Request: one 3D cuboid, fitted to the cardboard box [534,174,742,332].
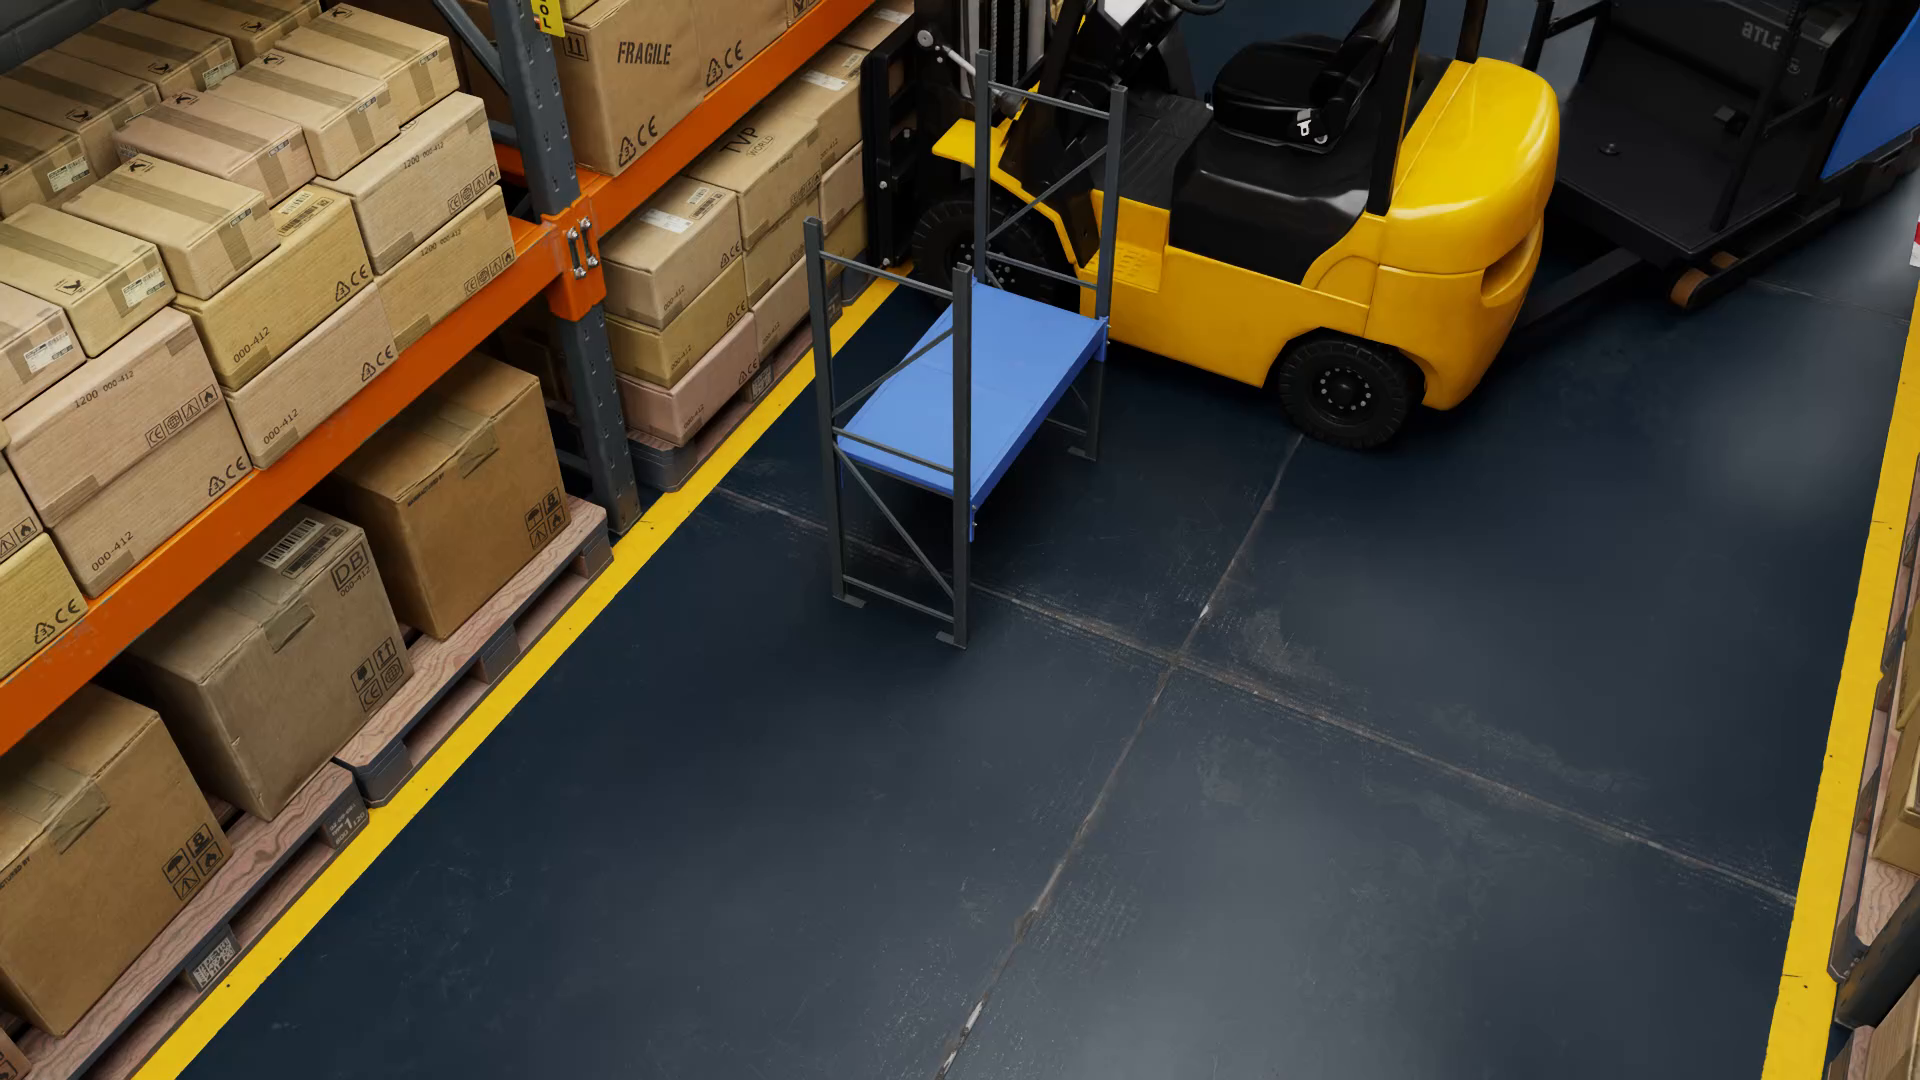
[{"bbox_3d":[-1.081,-0.999,5.564,0.500,0.250,0.500,20,49,18],"label":"cardboard box"}]

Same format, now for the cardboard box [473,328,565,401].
[{"bbox_3d":[-1.537,-0.819,6.089,0.500,0.250,0.500,21,49,19],"label":"cardboard box"}]

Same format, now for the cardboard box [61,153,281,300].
[{"bbox_3d":[-1.814,-0.725,3.832,0.380,0.149,0.250,19,48,18],"label":"cardboard box"}]

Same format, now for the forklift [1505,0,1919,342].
[{"bbox_3d":[2.840,-2.374,6.035,3.031,2.935,1.130,-28,52,-25],"label":"forklift"}]

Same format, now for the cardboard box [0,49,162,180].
[{"bbox_3d":[-2.224,-1.069,4.172,0.380,0.149,0.250,20,49,19],"label":"cardboard box"}]

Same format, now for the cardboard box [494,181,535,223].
[{"bbox_3d":[-1.526,-1.172,5.734,0.500,0.250,0.500,21,49,20],"label":"cardboard box"}]

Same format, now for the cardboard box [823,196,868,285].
[{"bbox_3d":[-0.619,-1.296,6.560,0.500,0.250,0.500,21,49,20],"label":"cardboard box"}]

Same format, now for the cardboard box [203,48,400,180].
[{"bbox_3d":[-1.649,-1.072,4.174,0.380,0.149,0.250,20,49,18],"label":"cardboard box"}]

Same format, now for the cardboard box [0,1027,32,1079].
[{"bbox_3d":[-2.842,1.139,3.890,0.875,0.625,0.625,22,49,20],"label":"cardboard box"}]

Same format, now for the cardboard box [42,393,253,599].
[{"bbox_3d":[-2.072,-0.188,3.932,0.500,0.250,0.500,21,49,19],"label":"cardboard box"}]

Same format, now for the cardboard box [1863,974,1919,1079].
[{"bbox_3d":[2.573,1.478,3.732,0.950,0.372,0.625,21,49,20],"label":"cardboard box"}]

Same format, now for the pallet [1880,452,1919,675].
[{"bbox_3d":[3.660,0.145,5.458,1.003,0.211,1.213,20,49,19],"label":"pallet"}]

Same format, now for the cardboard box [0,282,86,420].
[{"bbox_3d":[-2.112,-0.426,3.535,0.380,0.149,0.250,21,49,19],"label":"cardboard box"}]

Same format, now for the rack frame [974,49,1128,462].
[{"bbox_3d":[0.276,-0.901,5.586,0.500,1.500,0.032,20,49,19],"label":"rack frame"}]

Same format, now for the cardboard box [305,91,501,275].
[{"bbox_3d":[-1.585,-0.995,4.378,0.500,0.250,0.500,19,48,18],"label":"cardboard box"}]

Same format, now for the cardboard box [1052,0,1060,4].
[{"bbox_3d":[0.324,-2.732,7.628,0.500,0.250,0.500,20,49,19],"label":"cardboard box"}]

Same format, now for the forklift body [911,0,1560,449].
[{"bbox_3d":[1.009,-1.690,5.908,2.313,2.155,1.214,20,49,19],"label":"forklift body"}]

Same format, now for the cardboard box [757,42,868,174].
[{"bbox_3d":[-0.614,-1.635,6.192,0.500,0.250,0.500,22,49,20],"label":"cardboard box"}]

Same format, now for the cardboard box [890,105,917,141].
[{"bbox_3d":[-0.375,-1.774,6.681,0.500,0.250,0.500,20,49,19],"label":"cardboard box"}]

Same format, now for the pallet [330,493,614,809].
[{"bbox_3d":[-1.891,0.192,5.412,1.003,0.211,1.213,20,49,19],"label":"pallet"}]

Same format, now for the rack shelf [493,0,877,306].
[{"bbox_3d":[-0.655,-2.273,6.393,1.077,0.370,4.000,20,49,19],"label":"rack shelf"}]

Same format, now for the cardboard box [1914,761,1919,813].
[{"bbox_3d":[2.852,0.465,4.292,0.500,0.500,0.500,20,49,19],"label":"cardboard box"}]

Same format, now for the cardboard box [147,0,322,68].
[{"bbox_3d":[-1.937,-1.378,4.477,0.380,0.149,0.250,19,48,18],"label":"cardboard box"}]

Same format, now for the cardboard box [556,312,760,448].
[{"bbox_3d":[-1.066,-0.642,5.914,0.500,0.250,0.500,21,49,19],"label":"cardboard box"}]

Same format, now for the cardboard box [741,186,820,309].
[{"bbox_3d":[-0.854,-1.143,6.057,0.500,0.250,0.500,20,49,19],"label":"cardboard box"}]

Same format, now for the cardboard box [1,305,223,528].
[{"bbox_3d":[-2.060,-0.348,3.739,0.500,0.250,0.500,21,49,20],"label":"cardboard box"}]

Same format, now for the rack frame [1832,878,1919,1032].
[{"bbox_3d":[2.815,0.371,3.275,1.000,3.000,0.127,20,49,19],"label":"rack frame"}]

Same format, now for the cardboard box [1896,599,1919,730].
[{"bbox_3d":[3.089,0.390,4.894,0.500,0.250,0.500,19,48,18],"label":"cardboard box"}]

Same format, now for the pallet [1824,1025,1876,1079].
[{"bbox_3d":[2.455,1.842,3.781,1.003,0.211,1.213,20,49,19],"label":"pallet"}]

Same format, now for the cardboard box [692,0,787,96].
[{"bbox_3d":[-0.919,-1.828,5.377,0.500,0.500,0.500,21,49,20],"label":"cardboard box"}]

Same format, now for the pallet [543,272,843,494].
[{"bbox_3d":[-1.177,-0.773,6.365,1.003,0.211,1.213,20,49,19],"label":"pallet"}]

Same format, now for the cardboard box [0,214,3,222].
[{"bbox_3d":[-2.463,-0.753,3.859,0.380,0.149,0.250,20,49,19],"label":"cardboard box"}]

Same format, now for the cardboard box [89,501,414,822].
[{"bbox_3d":[-2.183,0.240,4.778,0.875,0.625,0.625,20,49,19],"label":"cardboard box"}]

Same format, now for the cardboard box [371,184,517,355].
[{"bbox_3d":[-1.586,-0.809,4.546,0.500,0.250,0.500,22,49,20],"label":"cardboard box"}]

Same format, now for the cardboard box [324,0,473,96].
[{"bbox_3d":[-1.614,-1.673,5.224,0.500,0.500,0.500,20,49,19],"label":"cardboard box"}]

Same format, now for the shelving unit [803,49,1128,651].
[{"bbox_3d":[0.040,-0.581,5.270,0.538,1.500,1.048,20,49,19],"label":"shelving unit"}]

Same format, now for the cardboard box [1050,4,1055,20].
[{"bbox_3d":[0.096,-2.256,7.509,0.500,0.250,0.500,20,49,19],"label":"cardboard box"}]
